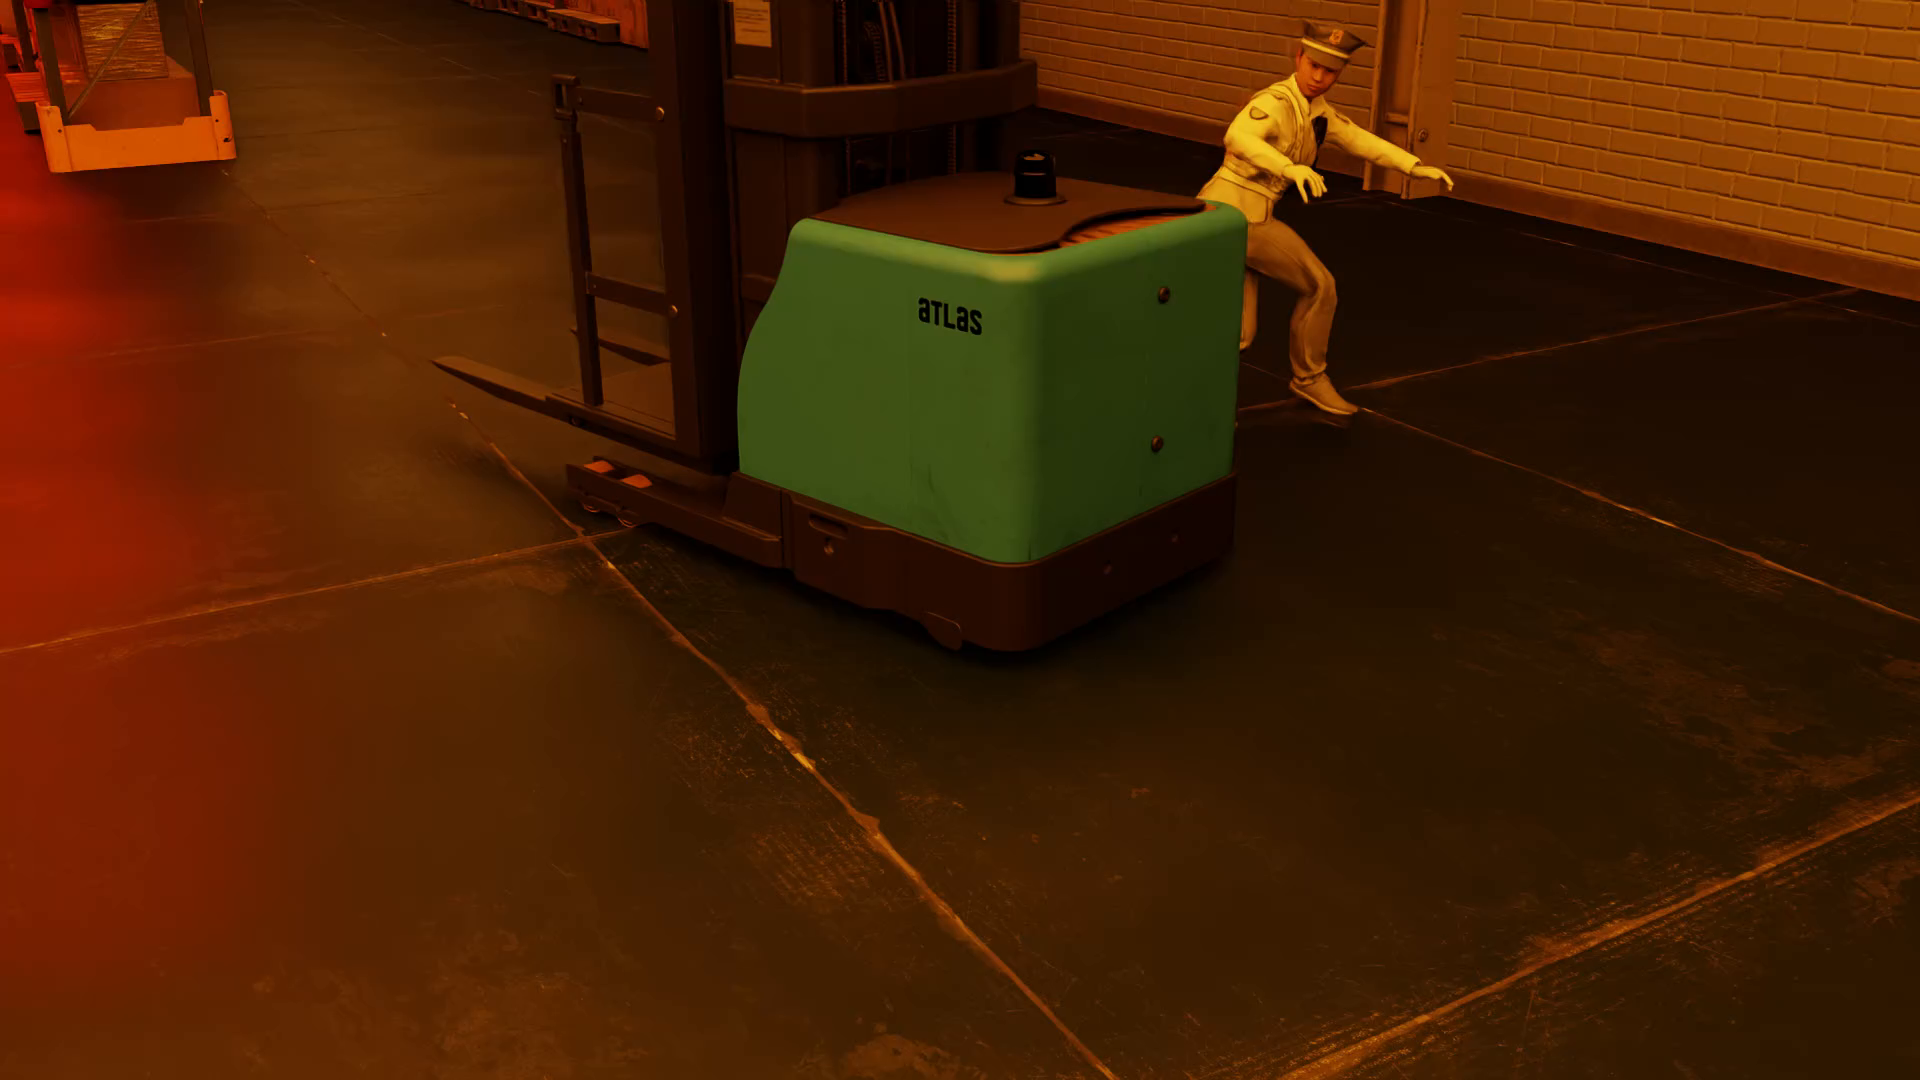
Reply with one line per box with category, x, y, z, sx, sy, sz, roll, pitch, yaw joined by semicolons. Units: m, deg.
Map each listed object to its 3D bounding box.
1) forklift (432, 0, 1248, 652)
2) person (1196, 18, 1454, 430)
forklift;-0.622;-1.522;4.982;3.031;2.935;1.130;19;29;39
person;1.241;-1.070;5.894;1.034;1.473;0.857;1;22;2
